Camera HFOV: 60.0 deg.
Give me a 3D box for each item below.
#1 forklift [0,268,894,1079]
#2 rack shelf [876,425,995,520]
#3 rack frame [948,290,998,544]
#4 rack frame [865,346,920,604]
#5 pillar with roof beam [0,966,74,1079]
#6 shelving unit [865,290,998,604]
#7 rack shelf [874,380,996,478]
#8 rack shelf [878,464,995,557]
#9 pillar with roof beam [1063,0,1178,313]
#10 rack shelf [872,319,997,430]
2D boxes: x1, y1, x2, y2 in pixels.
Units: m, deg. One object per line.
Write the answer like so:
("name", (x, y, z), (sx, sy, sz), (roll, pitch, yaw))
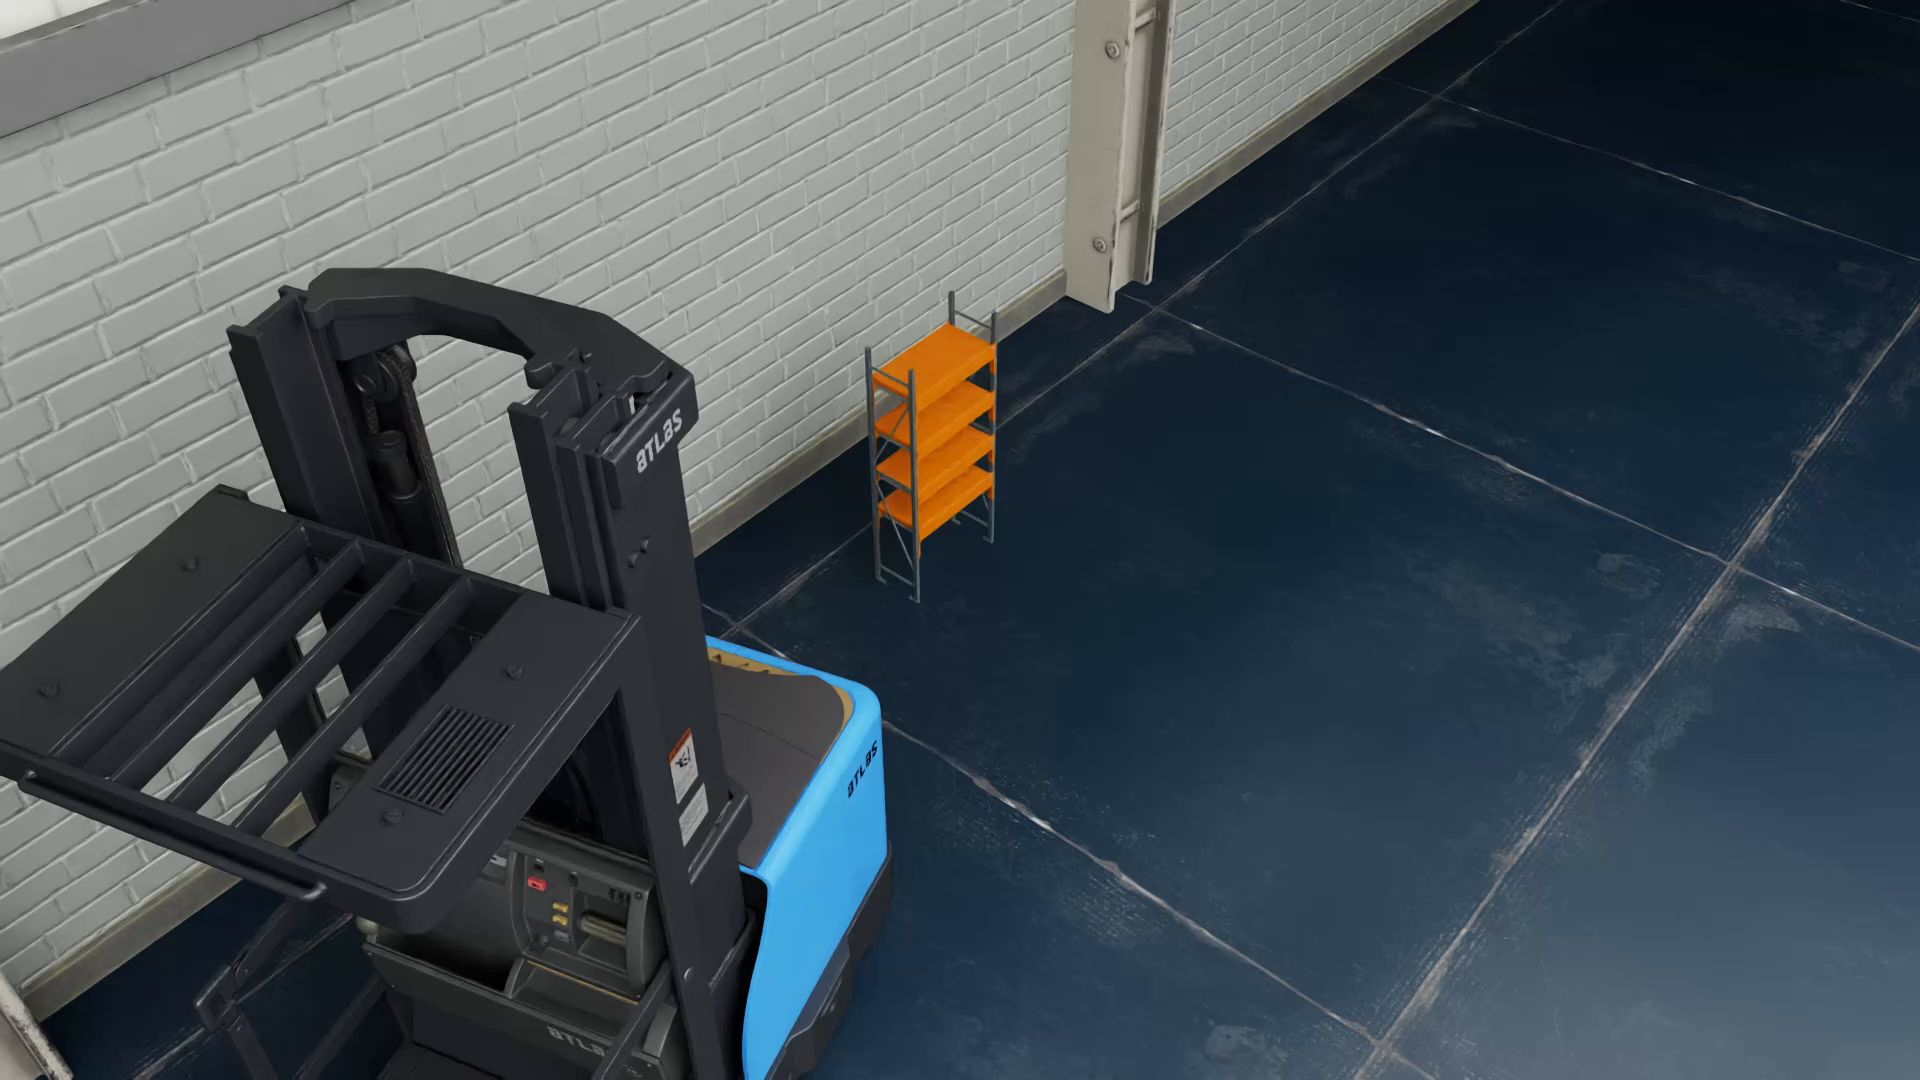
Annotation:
("forklift", (-1.264, 0.963, 4.013), (1.130, 2.935, 3.031), (16, 45, 16))
("rack shelf", (-0.107, -0.309, 6.798), (0.258, 0.148, 0.480), (29, 50, 28))
("rack frame", (0.051, -0.484, 6.891), (0.240, 1.200, 0.015), (29, 50, 28))
("rack frame", (-0.264, -0.233, 6.614), (0.240, 1.200, 0.015), (29, 50, 28))
("pillar with roof beam", (0.201, 0.296, 0.236), (9.100, 9.000, 0.400), (29, 50, 28))
("shelving unit", (-0.107, -0.359, 6.753), (0.258, 1.200, 0.503), (29, 50, 28))
("rack shelf", (-0.107, -0.474, 6.647), (0.258, 0.148, 0.480), (29, 50, 28))
("rack shelf", (-0.107, -0.162, 6.931), (0.258, 0.148, 0.480), (29, 50, 28))
("pillar with roof beam", (4.063, -2.794, 3.634), (9.100, 9.000, 0.400), (29, 50, 28))
("rack shelf", (-0.107, -0.649, 6.488), (0.258, 0.148, 0.480), (29, 50, 28))
